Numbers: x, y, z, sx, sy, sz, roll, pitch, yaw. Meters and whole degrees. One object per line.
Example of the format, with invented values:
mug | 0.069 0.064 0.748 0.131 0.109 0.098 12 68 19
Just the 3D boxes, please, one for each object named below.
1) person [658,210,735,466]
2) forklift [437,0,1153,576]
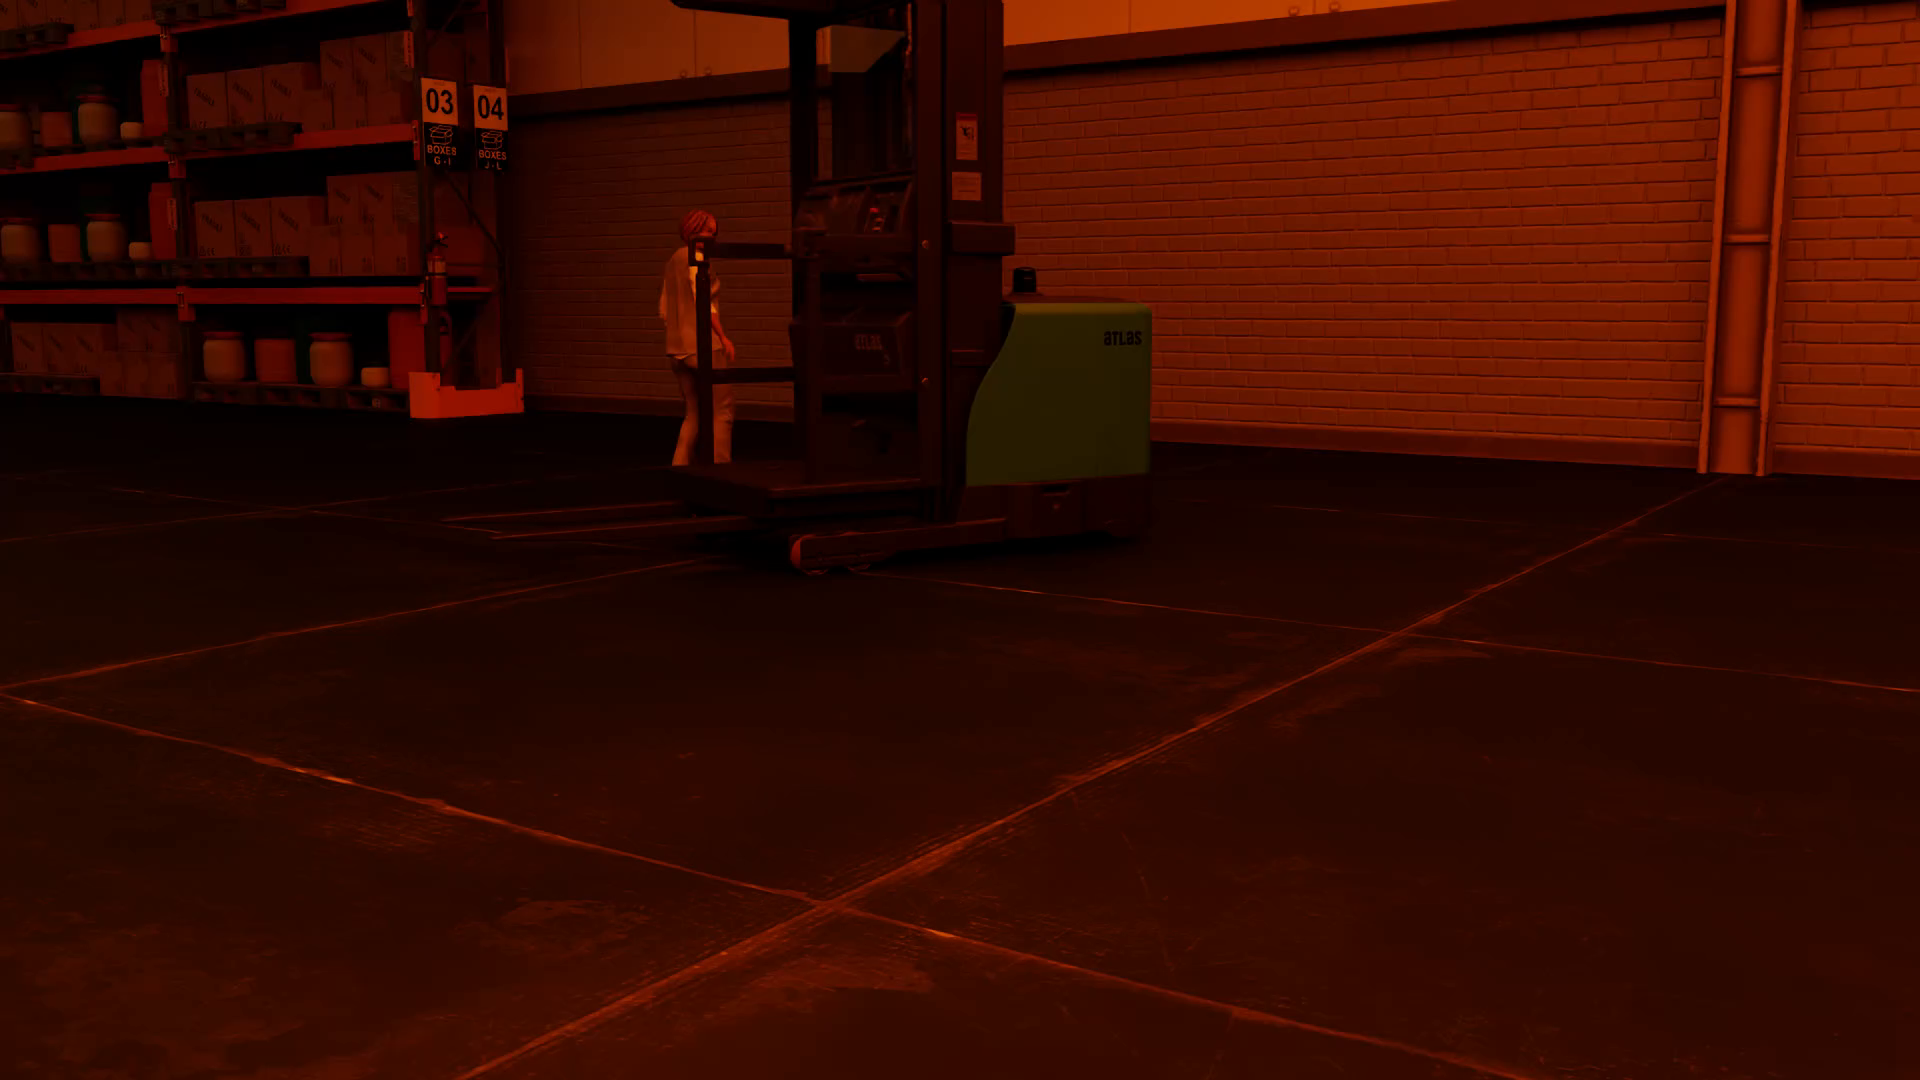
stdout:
person | -1.414 -1.021 9.188 0.449 1.581 0.618 -7 11 -40
forklift | -0.632 -1.392 6.979 3.031 2.935 1.130 -5 10 -33
